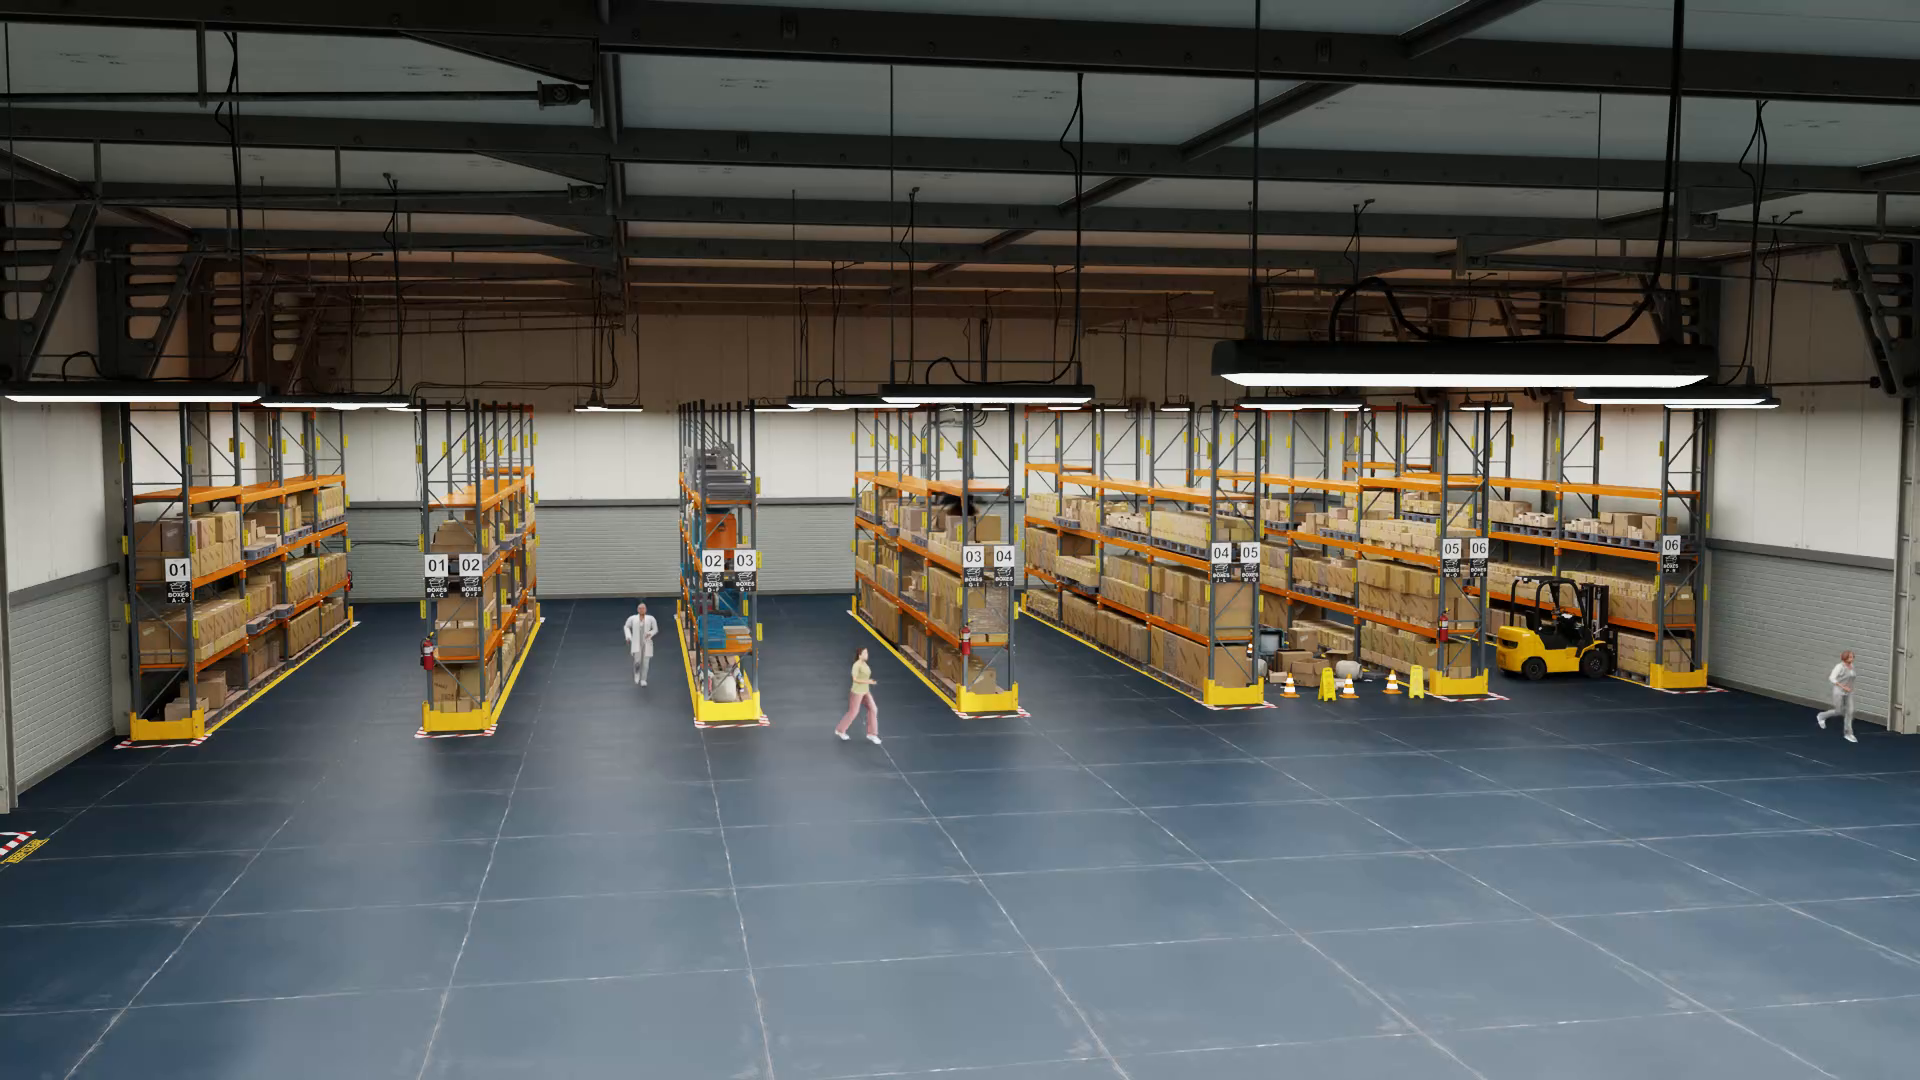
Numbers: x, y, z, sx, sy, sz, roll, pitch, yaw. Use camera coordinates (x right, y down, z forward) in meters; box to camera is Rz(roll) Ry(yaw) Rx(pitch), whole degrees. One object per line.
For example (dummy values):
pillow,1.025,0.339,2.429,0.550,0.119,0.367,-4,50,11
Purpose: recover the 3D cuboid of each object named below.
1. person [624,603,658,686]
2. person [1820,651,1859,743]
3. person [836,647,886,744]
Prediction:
person,-6.693,2.200,34.962,0.694,1.742,0.700,-1,4,-14
person,15.569,2.748,29.340,0.566,1.562,0.784,-2,5,-22
person,-1.733,2.699,29.020,0.912,1.694,0.544,2,5,23
